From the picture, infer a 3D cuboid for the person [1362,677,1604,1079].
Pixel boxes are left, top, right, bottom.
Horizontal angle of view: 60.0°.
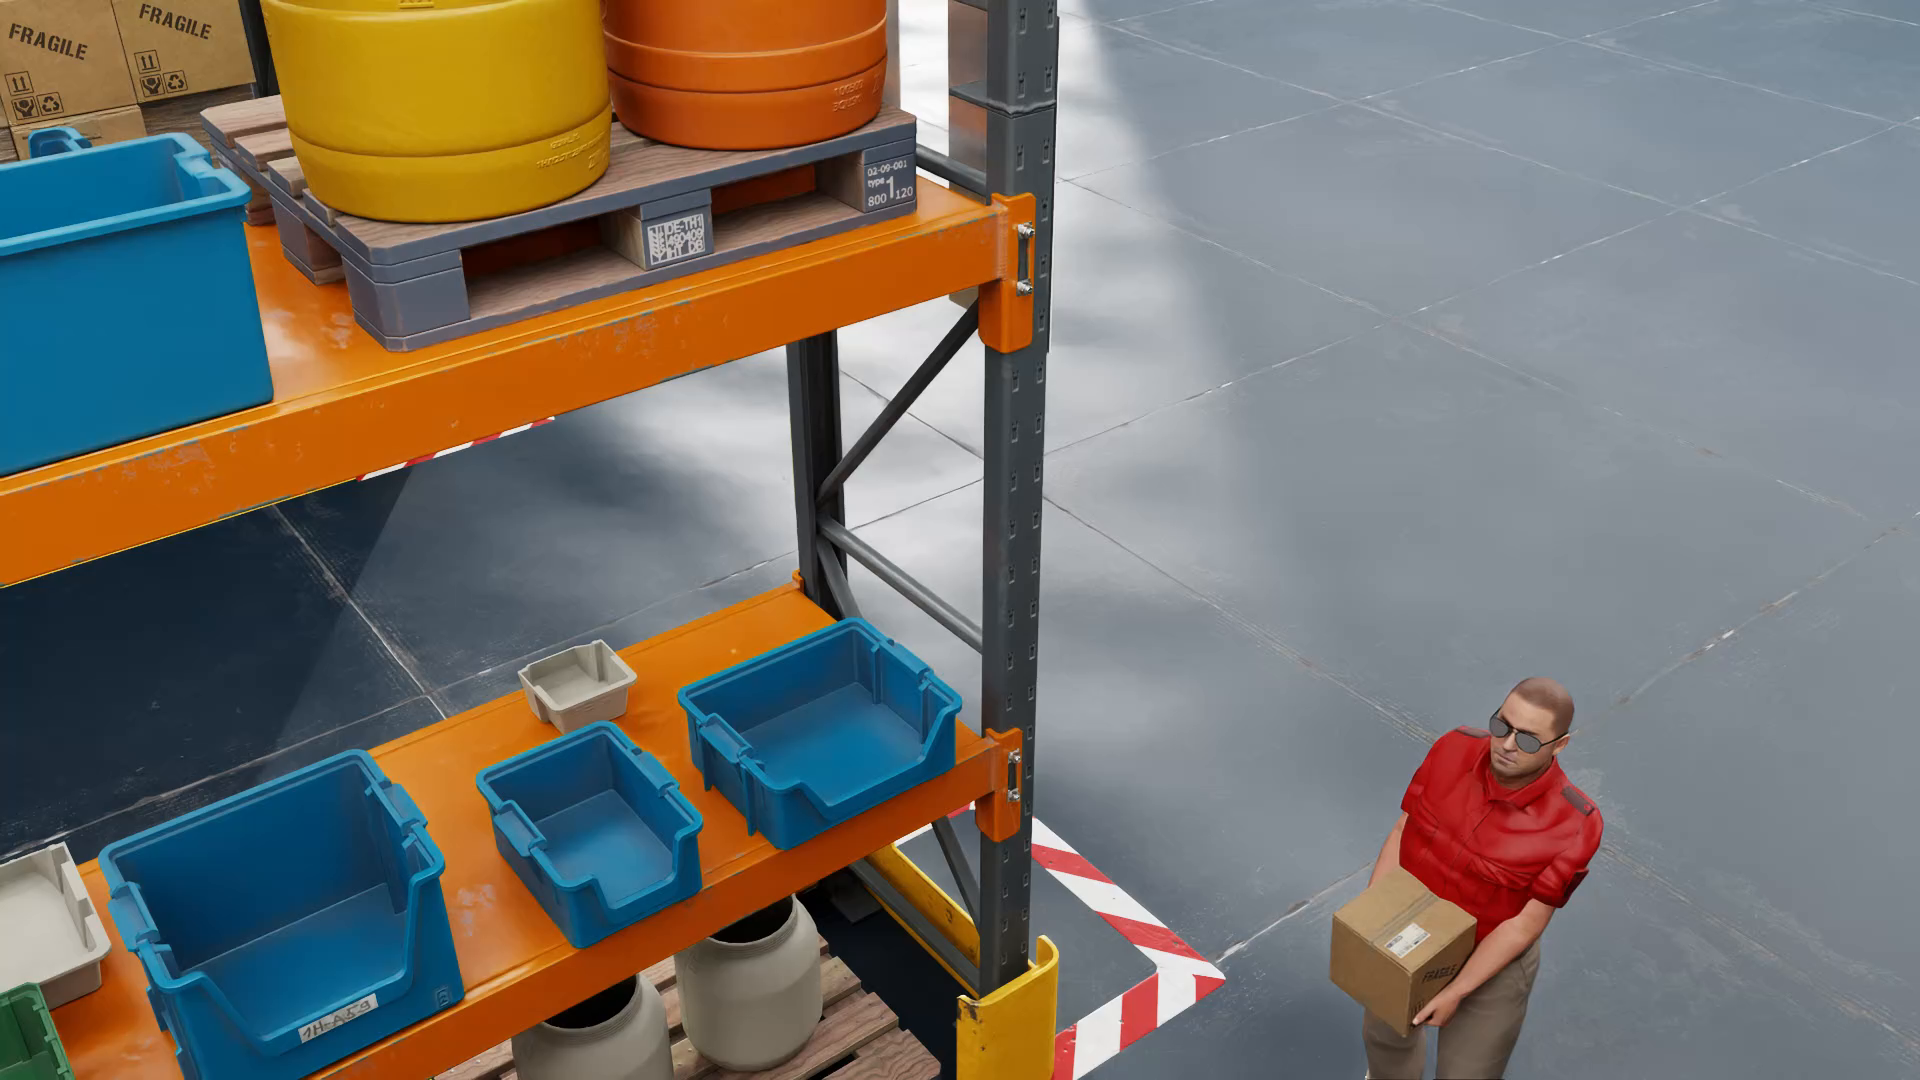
[{"bbox_3d":[1.262,1.123,4.363,0.536,1.713,0.494,-22,38,-31],"label":"person"}]
